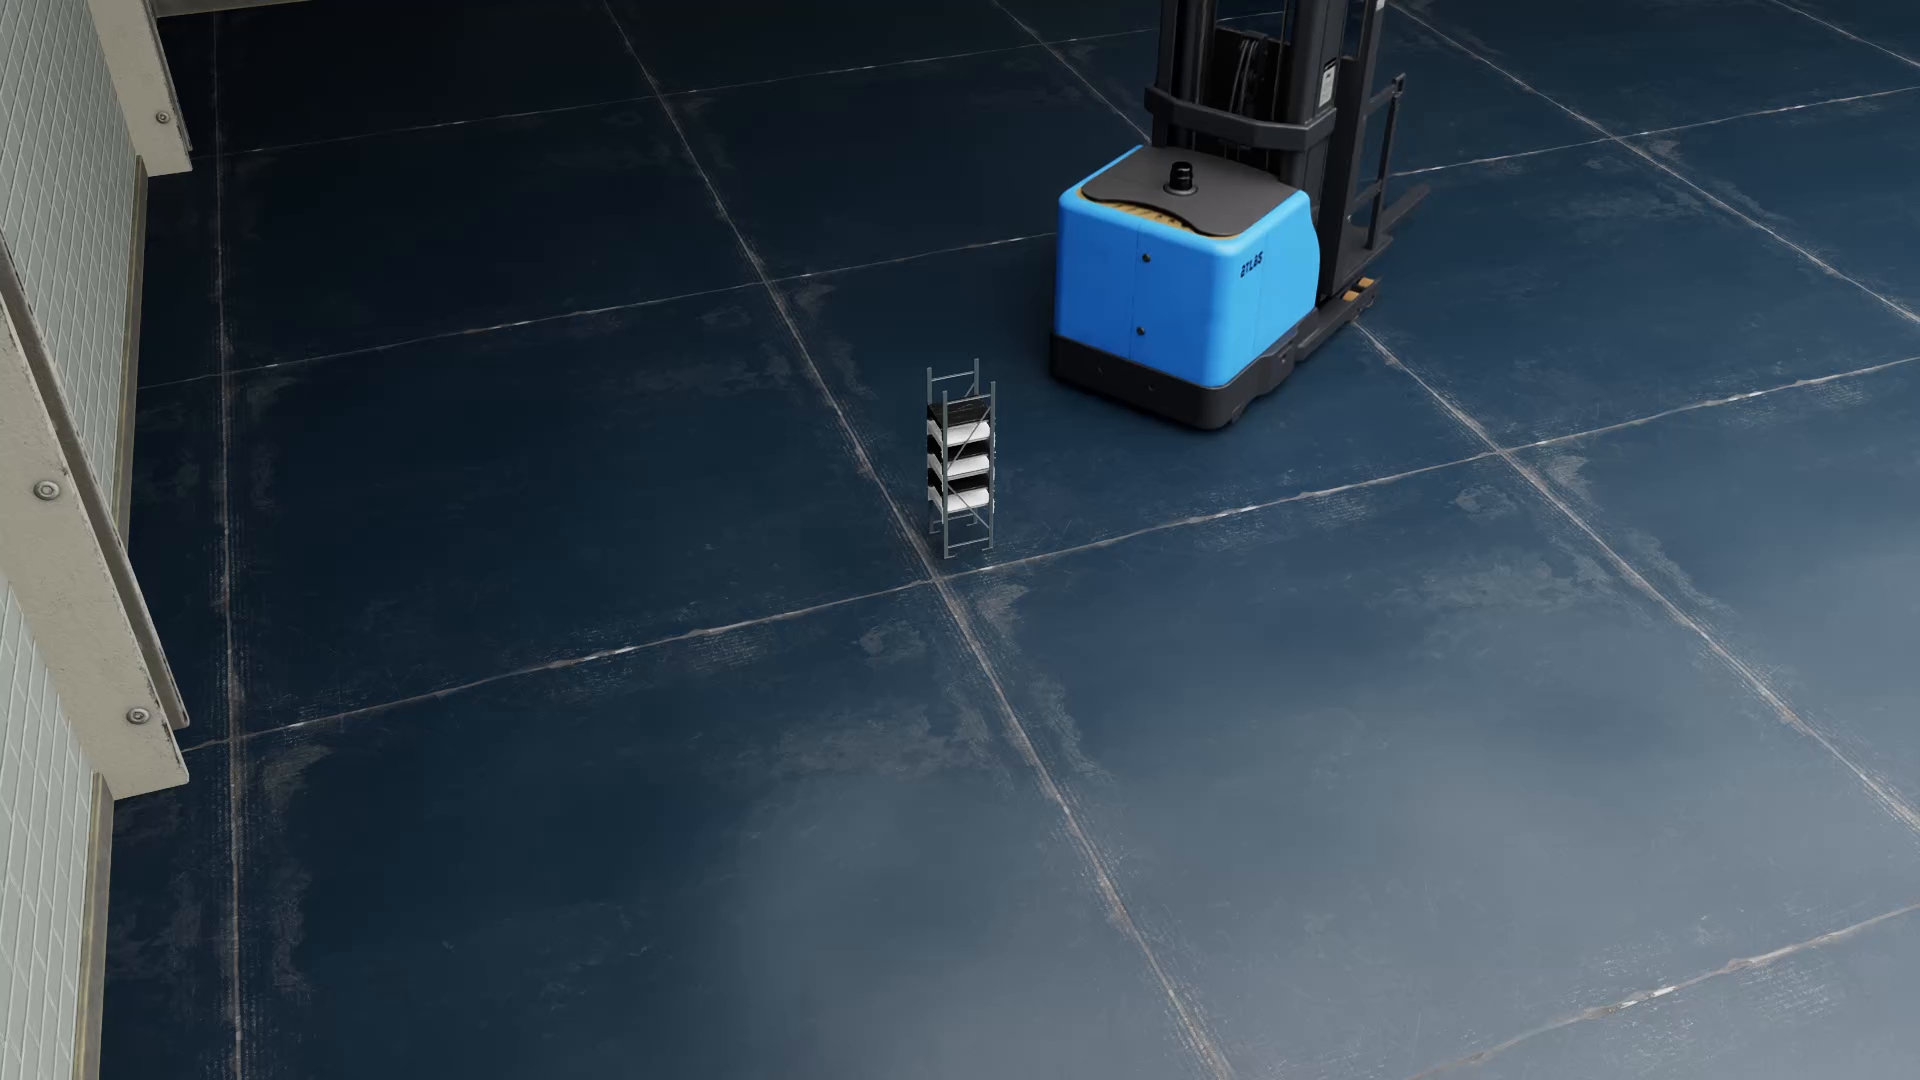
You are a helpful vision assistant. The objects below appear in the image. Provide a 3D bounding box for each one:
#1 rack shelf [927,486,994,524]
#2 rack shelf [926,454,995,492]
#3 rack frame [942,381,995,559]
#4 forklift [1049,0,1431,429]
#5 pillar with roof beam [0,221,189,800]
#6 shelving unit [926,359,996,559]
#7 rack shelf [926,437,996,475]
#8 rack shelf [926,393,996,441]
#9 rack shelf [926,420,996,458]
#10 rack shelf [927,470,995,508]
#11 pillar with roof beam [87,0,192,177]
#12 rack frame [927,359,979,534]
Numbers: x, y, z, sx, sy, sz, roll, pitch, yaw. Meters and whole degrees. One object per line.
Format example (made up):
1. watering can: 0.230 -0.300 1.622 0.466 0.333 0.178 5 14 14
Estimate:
1. rack shelf: 0.003 -0.184 7.602 0.258 0.077 0.200 -12 39 -16
2. rack shelf: 0.003 -0.328 7.493 0.258 0.077 0.200 -12 39 -16
3. rack frame: 0.038 -0.297 7.397 0.240 0.900 0.006 -12 39 -16
4. forklift: 1.750 -2.566 8.721 1.130 2.935 3.031 24 43 28
5. pillar with roof beam: 0.818 -3.618 5.074 9.100 9.000 0.400 -12 39 -16
6. shelving unit: 0.003 -0.355 7.473 0.258 0.900 0.210 -12 39 -16
7. rack shelf: 0.003 -0.400 7.439 0.258 0.077 0.200 -12 39 -16
8. rack shelf: 0.003 -0.544 7.331 0.258 0.077 0.200 -12 39 -16
9. rack shelf: 0.003 -0.472 7.385 0.258 0.077 0.200 -12 39 -16
10. rack shelf: 0.003 -0.256 7.547 0.258 0.077 0.200 -12 39 -16
11. pillar with roof beam: -1.247 -7.007 9.574 9.100 9.000 0.400 -12 39 -16
12. rack frame: -0.032 -0.412 7.549 0.240 0.900 0.006 -12 39 -16
